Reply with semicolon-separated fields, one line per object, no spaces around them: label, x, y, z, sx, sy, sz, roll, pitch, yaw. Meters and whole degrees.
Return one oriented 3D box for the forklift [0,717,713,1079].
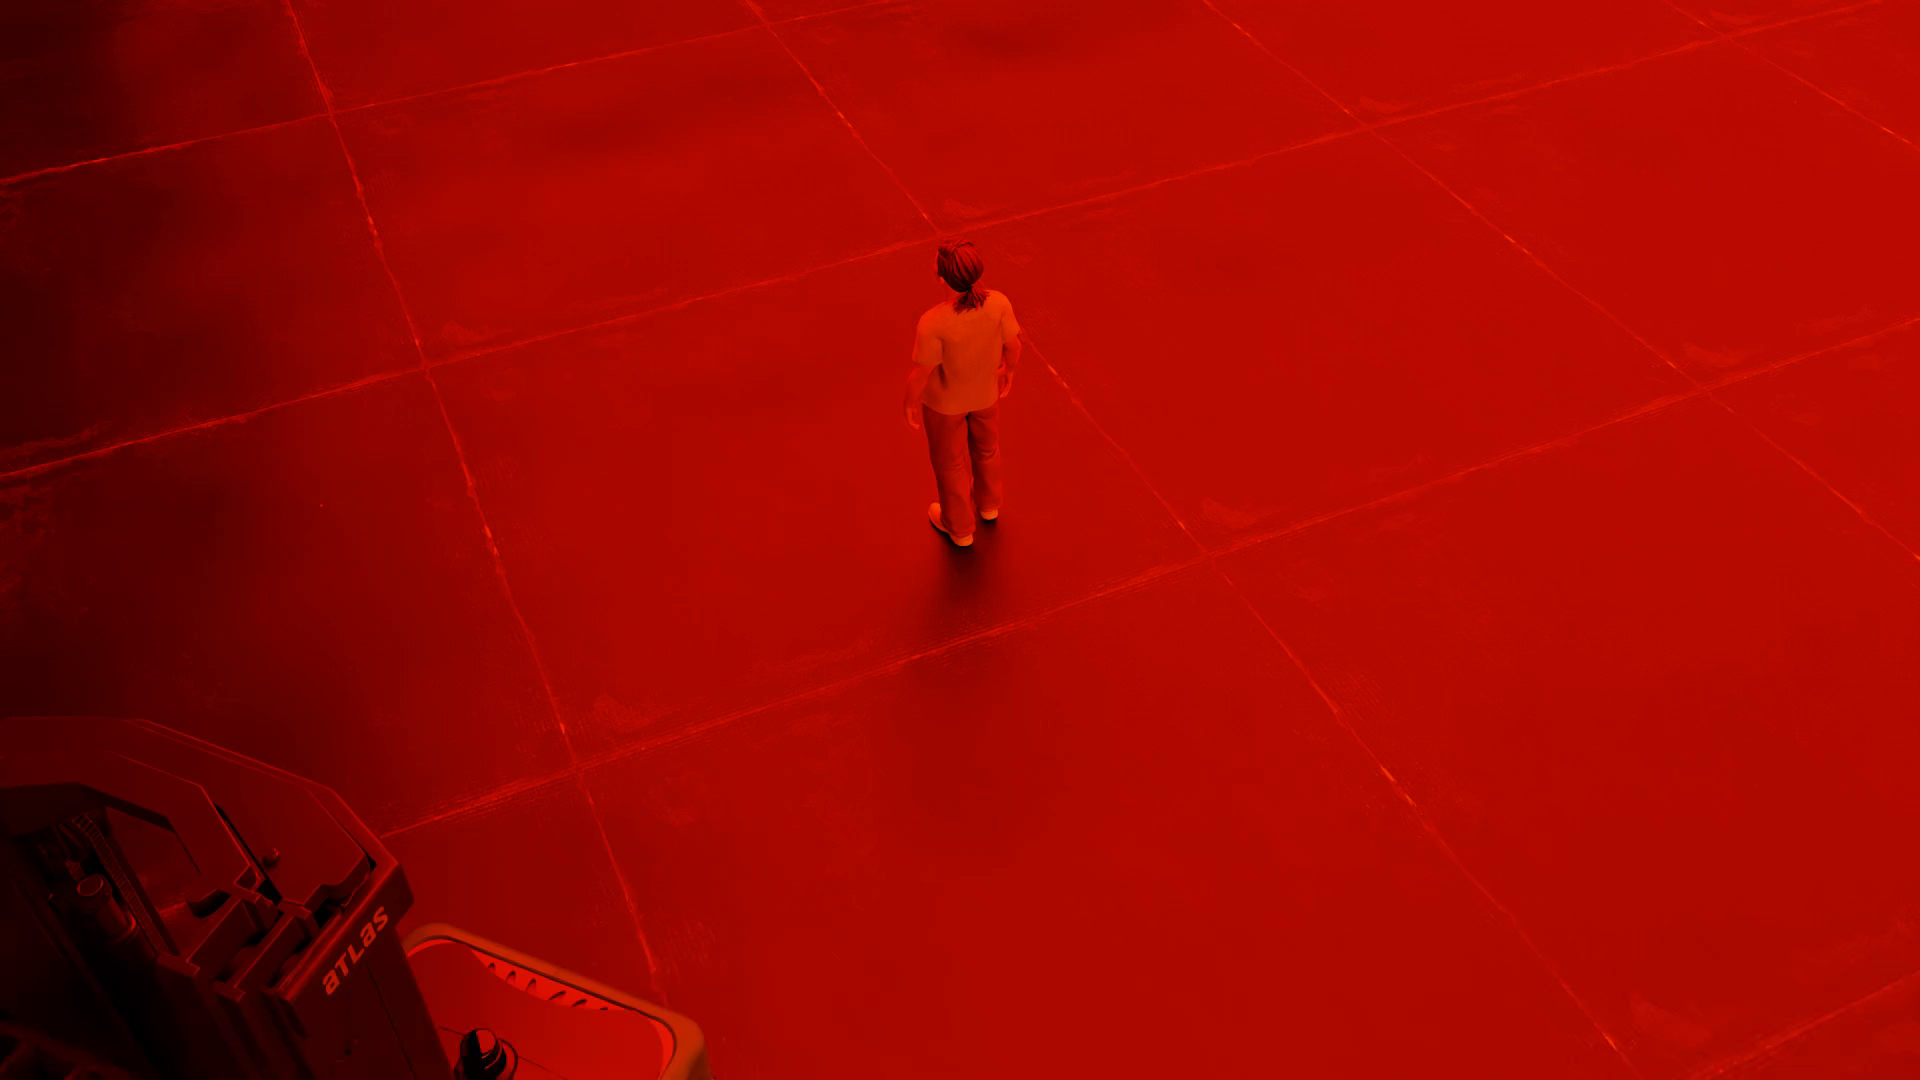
forklift;-1.746;1.909;3.635;1.130;2.935;3.031;16;45;16

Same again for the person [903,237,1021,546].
person;-0.020;-0.667;7.304;0.553;1.675;0.549;-18;46;-18
